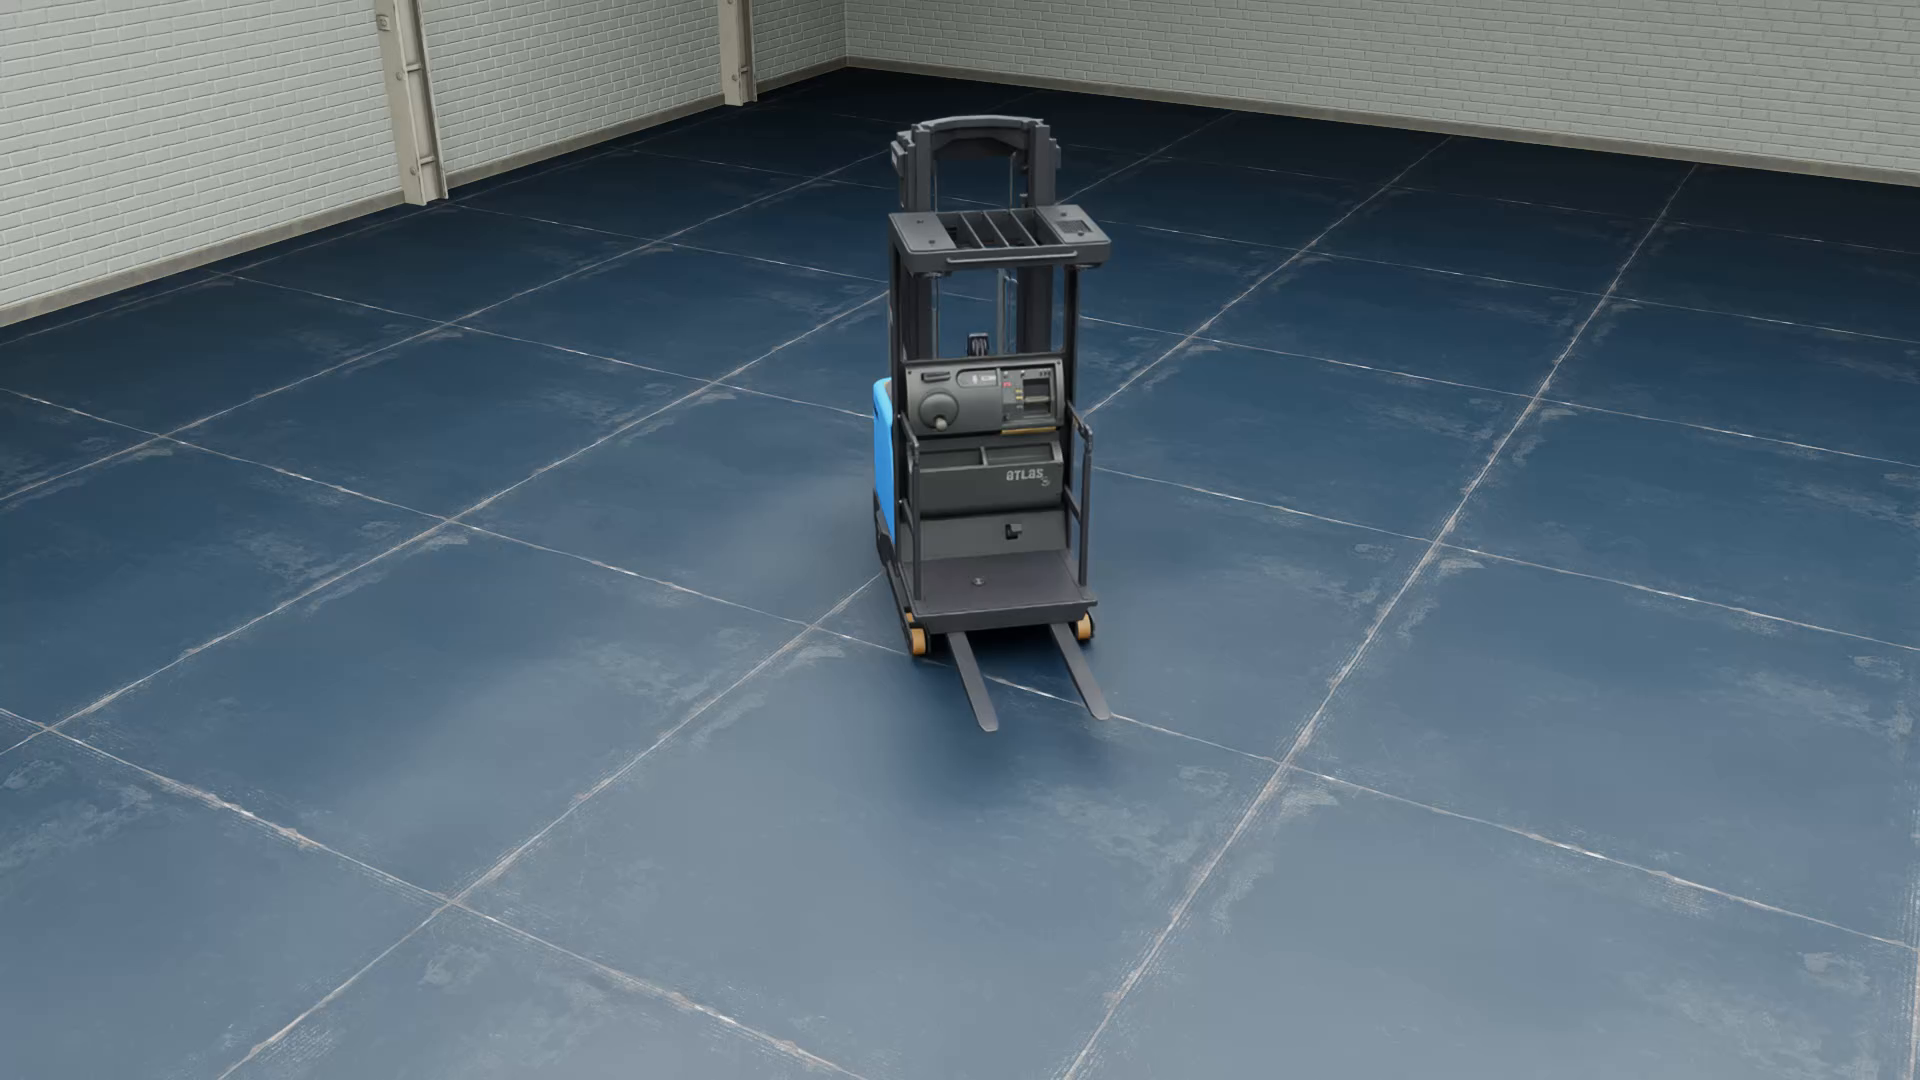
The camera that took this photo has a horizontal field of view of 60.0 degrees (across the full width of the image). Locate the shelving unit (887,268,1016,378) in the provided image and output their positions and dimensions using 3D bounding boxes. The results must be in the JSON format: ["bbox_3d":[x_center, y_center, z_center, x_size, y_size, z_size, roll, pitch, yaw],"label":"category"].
[{"bbox_3d":[0.069,-1.066,11.623,1.048,1.500,0.538,-21,34,-36],"label":"shelving unit"}]

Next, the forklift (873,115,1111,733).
[{"bbox_3d":[0.188,-0.804,9.502,1.130,2.935,3.031,-5,27,-9],"label":"forklift"}]

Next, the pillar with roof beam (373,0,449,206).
[{"bbox_3d":[-2.315,-6.940,14.981,9.100,9.000,0.400,14,30,26],"label":"pillar with roof beam"}]

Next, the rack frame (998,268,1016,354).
[{"bbox_3d":[0.451,-1.216,11.923,0.032,1.500,0.500,-21,34,-36],"label":"rack frame"}]

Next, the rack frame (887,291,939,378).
[{"bbox_3d":[-0.314,-0.916,11.324,0.032,1.500,0.500,-21,34,-36],"label":"rack frame"}]

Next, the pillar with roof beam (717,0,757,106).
[{"bbox_3d":[0.637,-9.278,19.652,9.100,9.000,0.400,14,30,26],"label":"pillar with roof beam"}]
